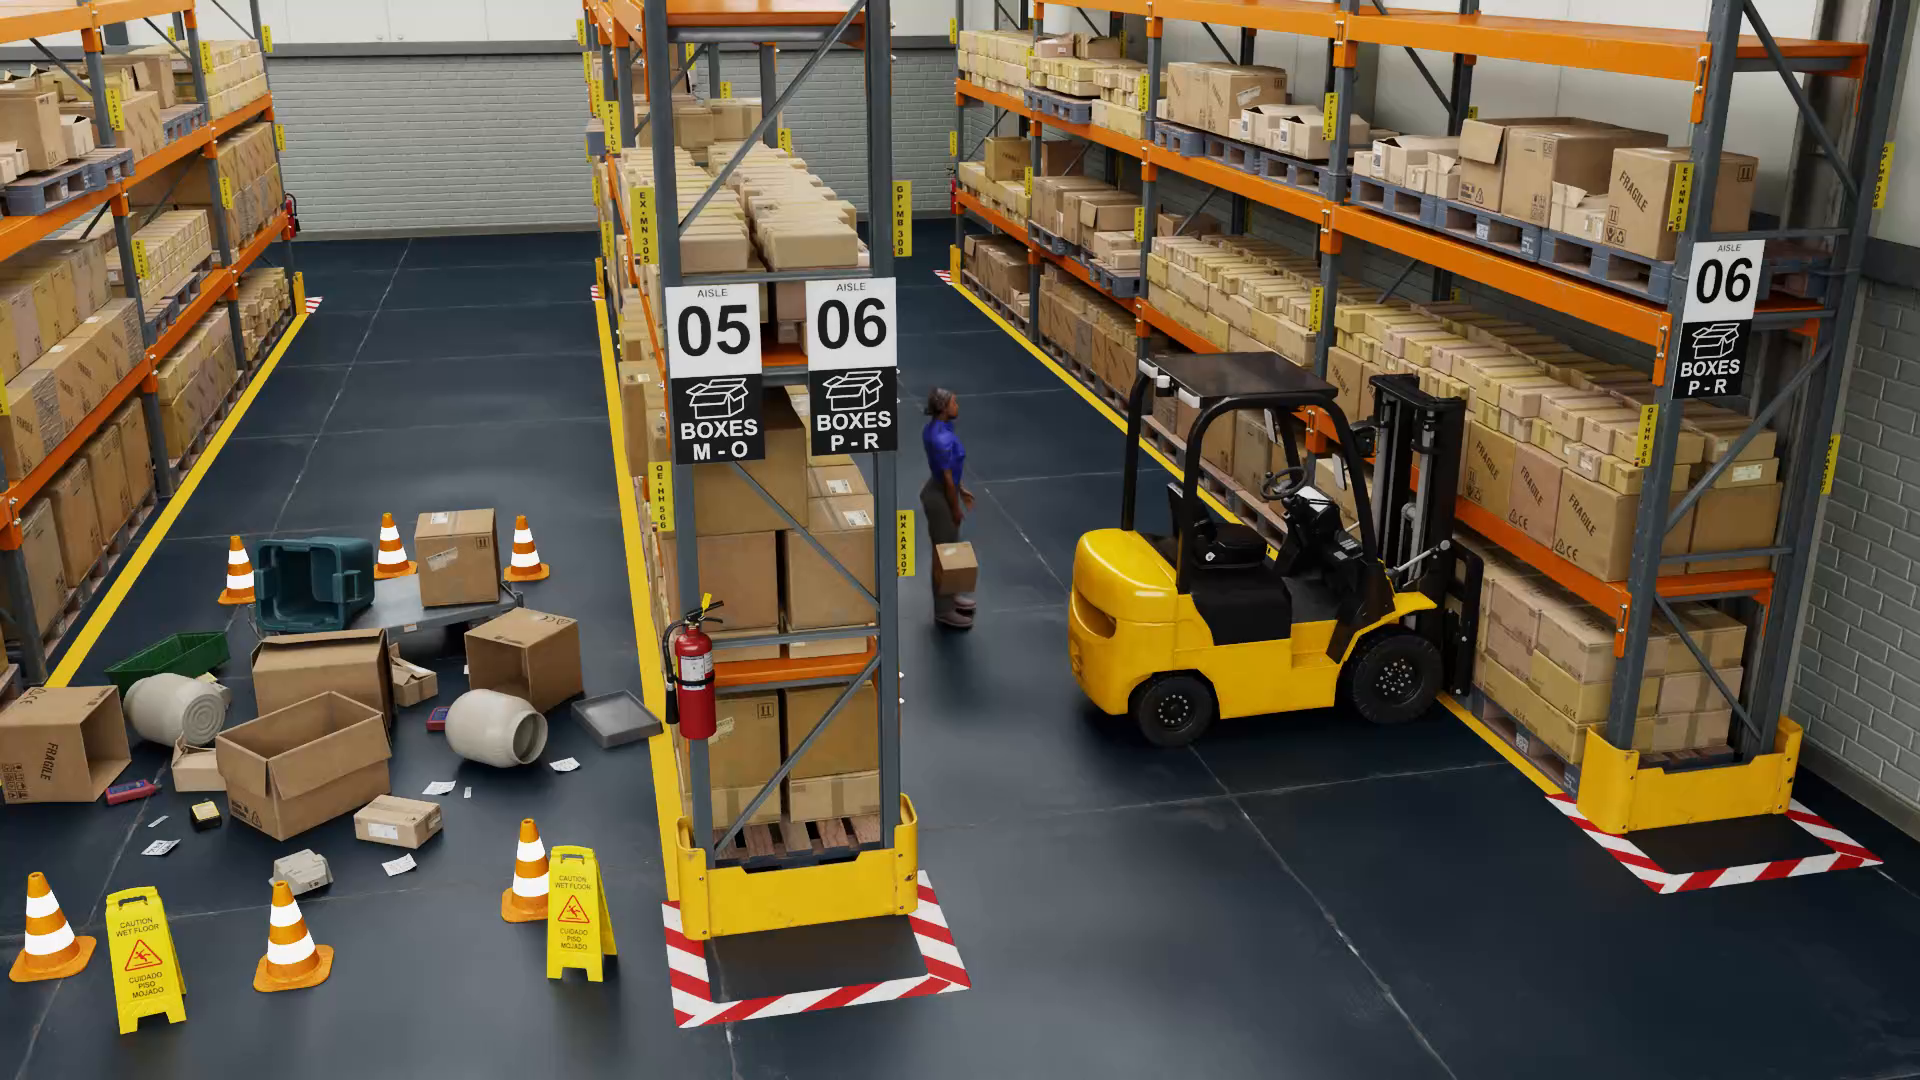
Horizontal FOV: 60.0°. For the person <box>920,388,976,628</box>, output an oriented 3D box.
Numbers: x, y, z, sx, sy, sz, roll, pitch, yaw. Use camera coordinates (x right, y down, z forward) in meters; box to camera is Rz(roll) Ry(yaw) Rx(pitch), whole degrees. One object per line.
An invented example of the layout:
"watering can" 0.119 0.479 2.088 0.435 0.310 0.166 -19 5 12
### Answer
"person" -0.070 -0.243 11.696 0.398 1.666 0.527 -2 20 -7
